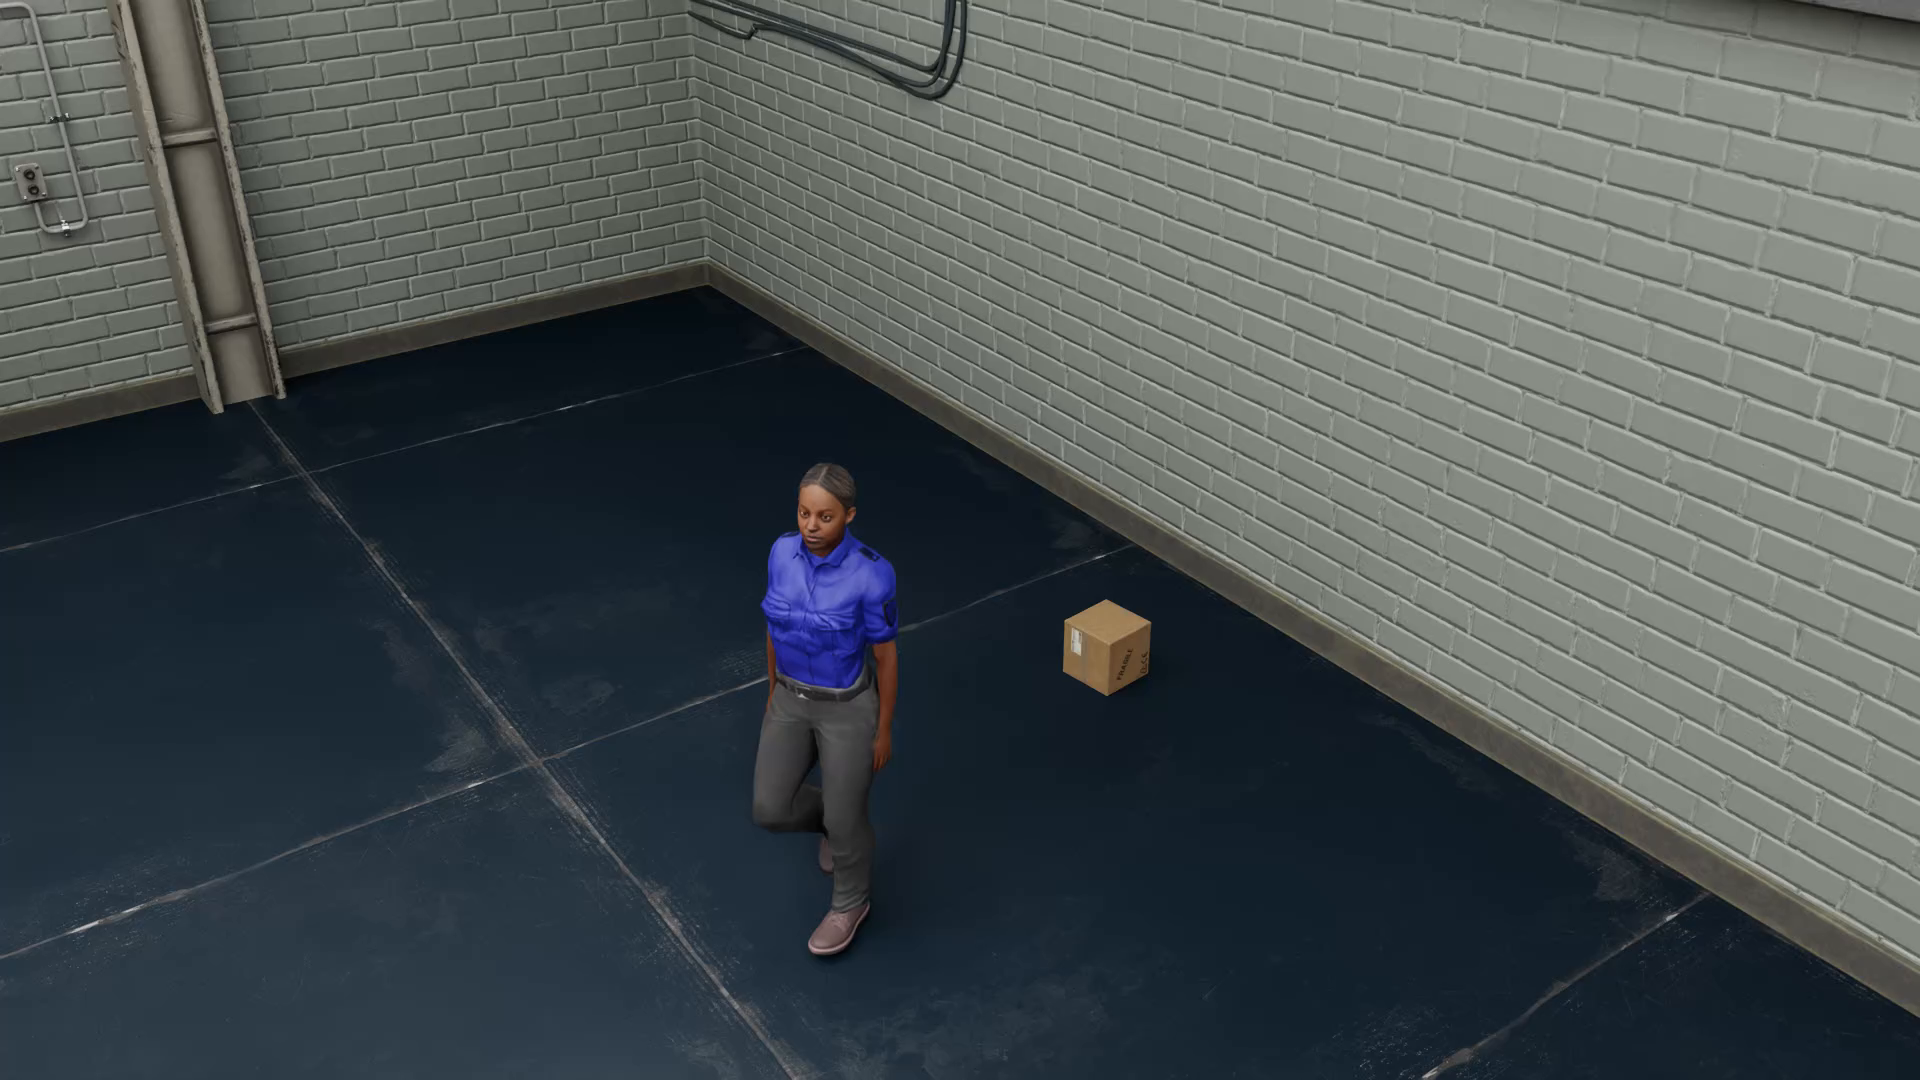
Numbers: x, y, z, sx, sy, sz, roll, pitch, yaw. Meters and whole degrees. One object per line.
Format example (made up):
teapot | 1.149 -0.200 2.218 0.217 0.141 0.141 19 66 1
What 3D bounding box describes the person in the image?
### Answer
person | -0.401 0.561 5.161 0.466 1.542 0.452 14 32 24
